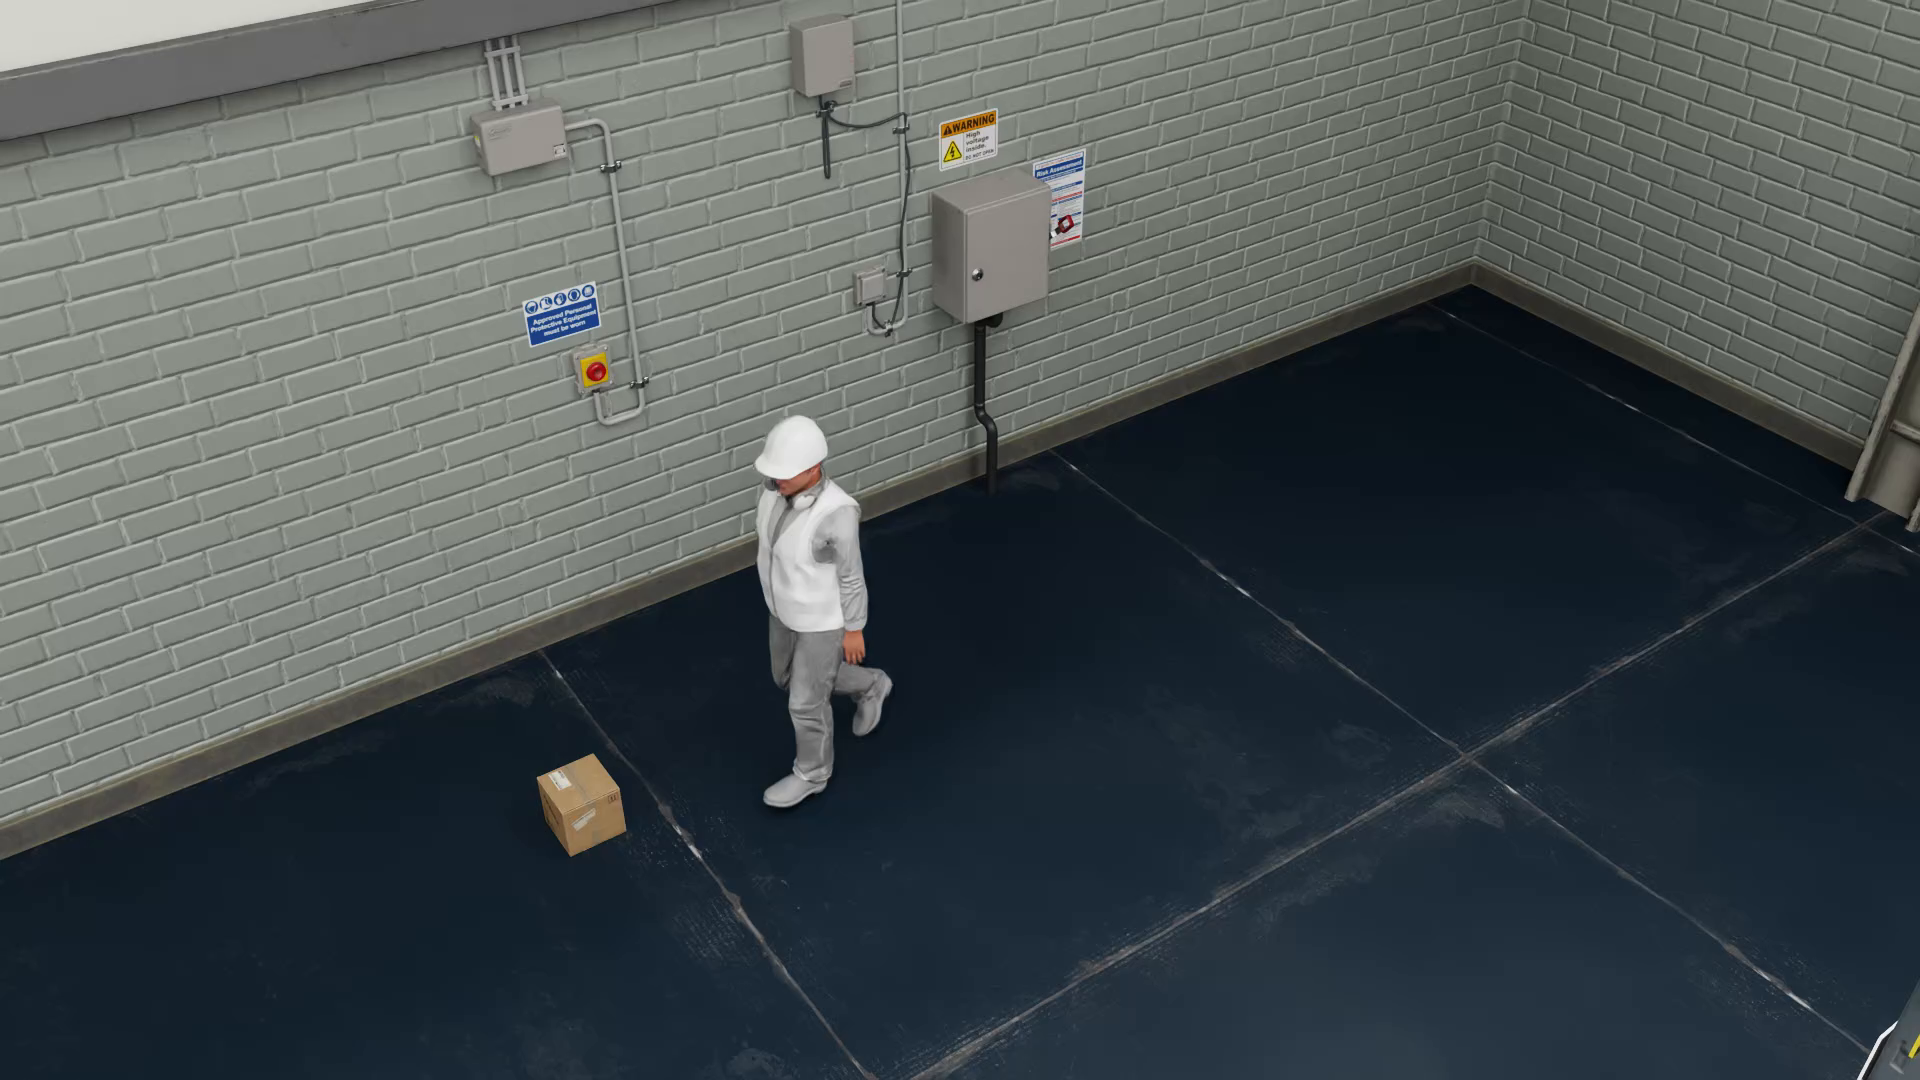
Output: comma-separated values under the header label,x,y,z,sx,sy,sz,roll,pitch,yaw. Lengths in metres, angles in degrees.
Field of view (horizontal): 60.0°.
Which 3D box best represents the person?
label,x,y,z,sx,sy,sz,roll,pitch,yaw
person,-0.572,0.241,6.641,0.737,1.764,0.552,-24,42,-29
